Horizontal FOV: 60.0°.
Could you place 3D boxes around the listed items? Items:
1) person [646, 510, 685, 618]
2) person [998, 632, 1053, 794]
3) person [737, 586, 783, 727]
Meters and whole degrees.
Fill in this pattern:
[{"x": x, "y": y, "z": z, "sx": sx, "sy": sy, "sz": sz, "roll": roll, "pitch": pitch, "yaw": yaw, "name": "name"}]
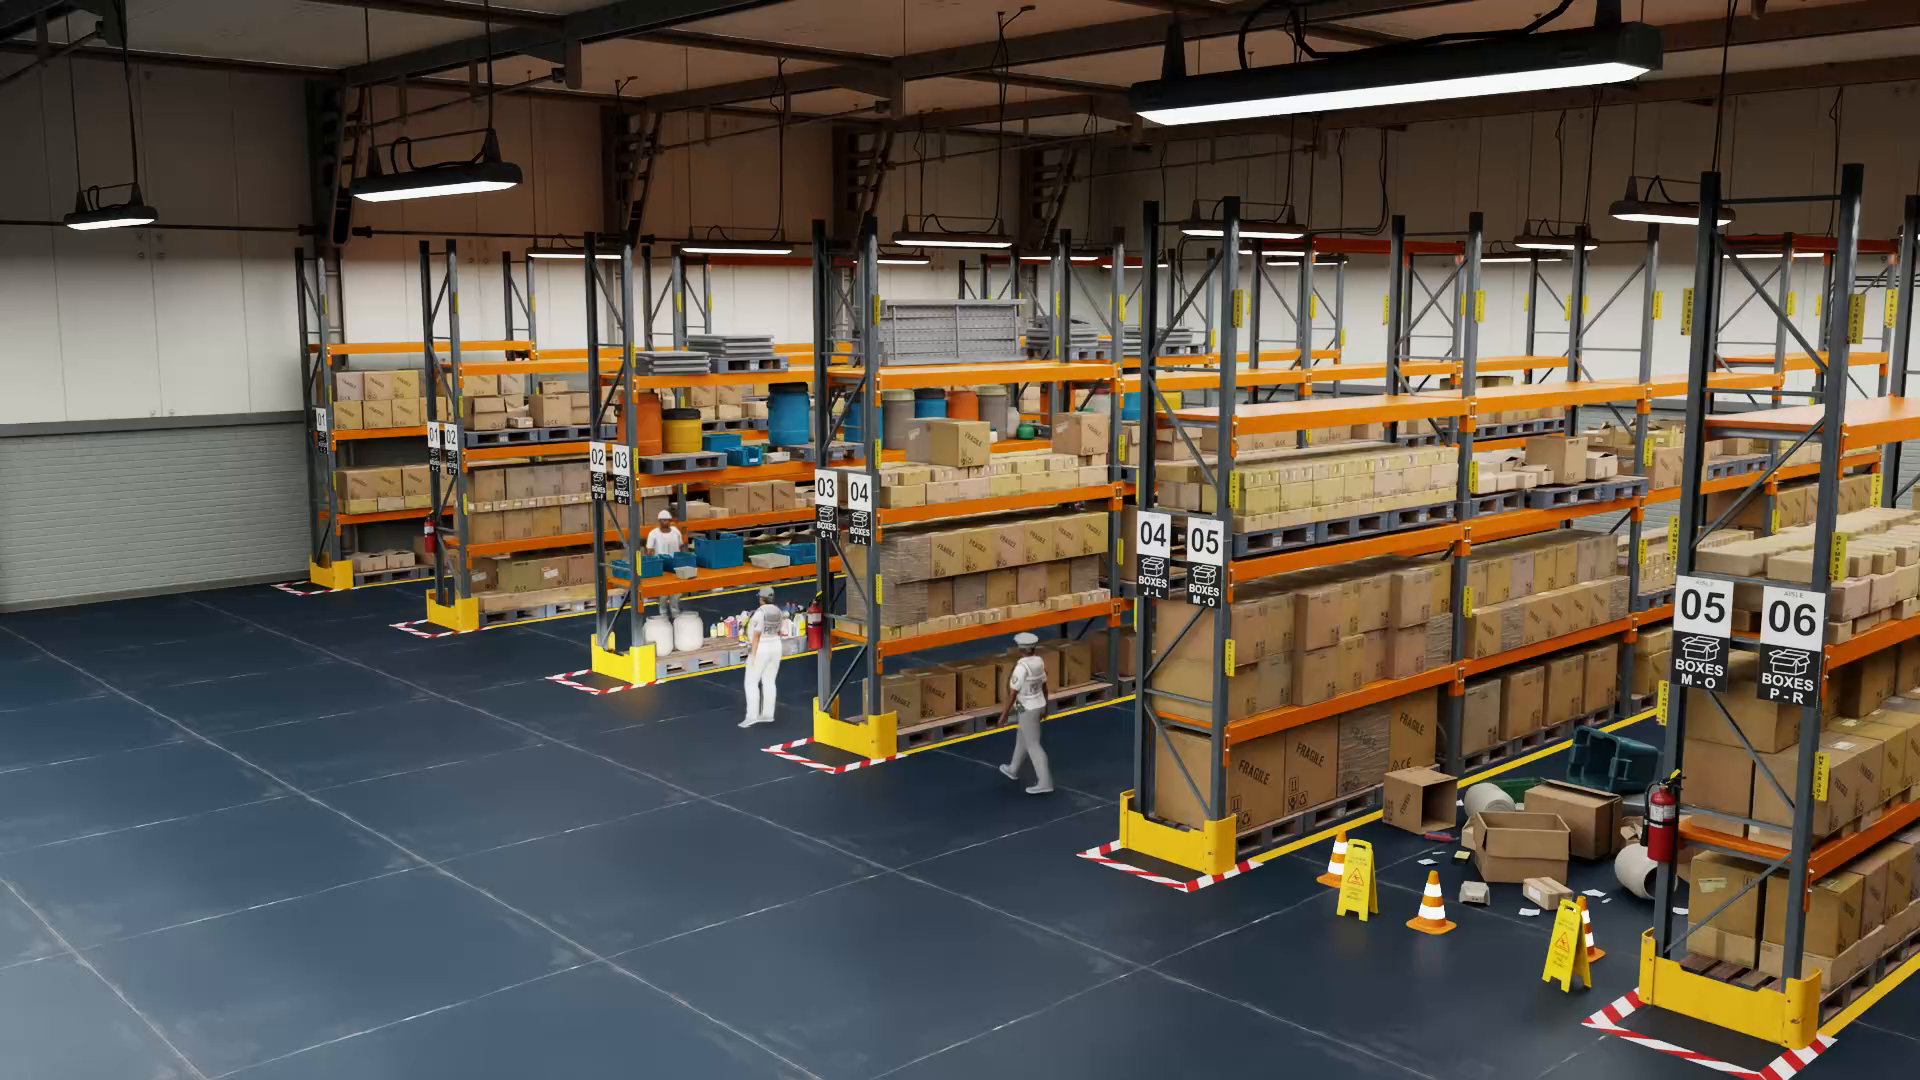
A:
[{"x": -4.677, "y": 0.400, "z": 26.583, "sx": 0.688, "sy": 1.766, "sz": 0.358, "roll": -4, "pitch": 9, "yaw": -24, "name": "person"}, {"x": 0.688, "y": 1.788, "z": 17.519, "sx": 0.804, "sy": 1.640, "sz": 0.606, "roll": 4, "pitch": 9, "yaw": 25, "name": "person"}, {"x": -2.396, "y": 1.415, "z": 20.145, "sx": 0.385, "sy": 1.705, "sz": 0.603, "roll": 6, "pitch": 10, "yaw": 36, "name": "person"}]
